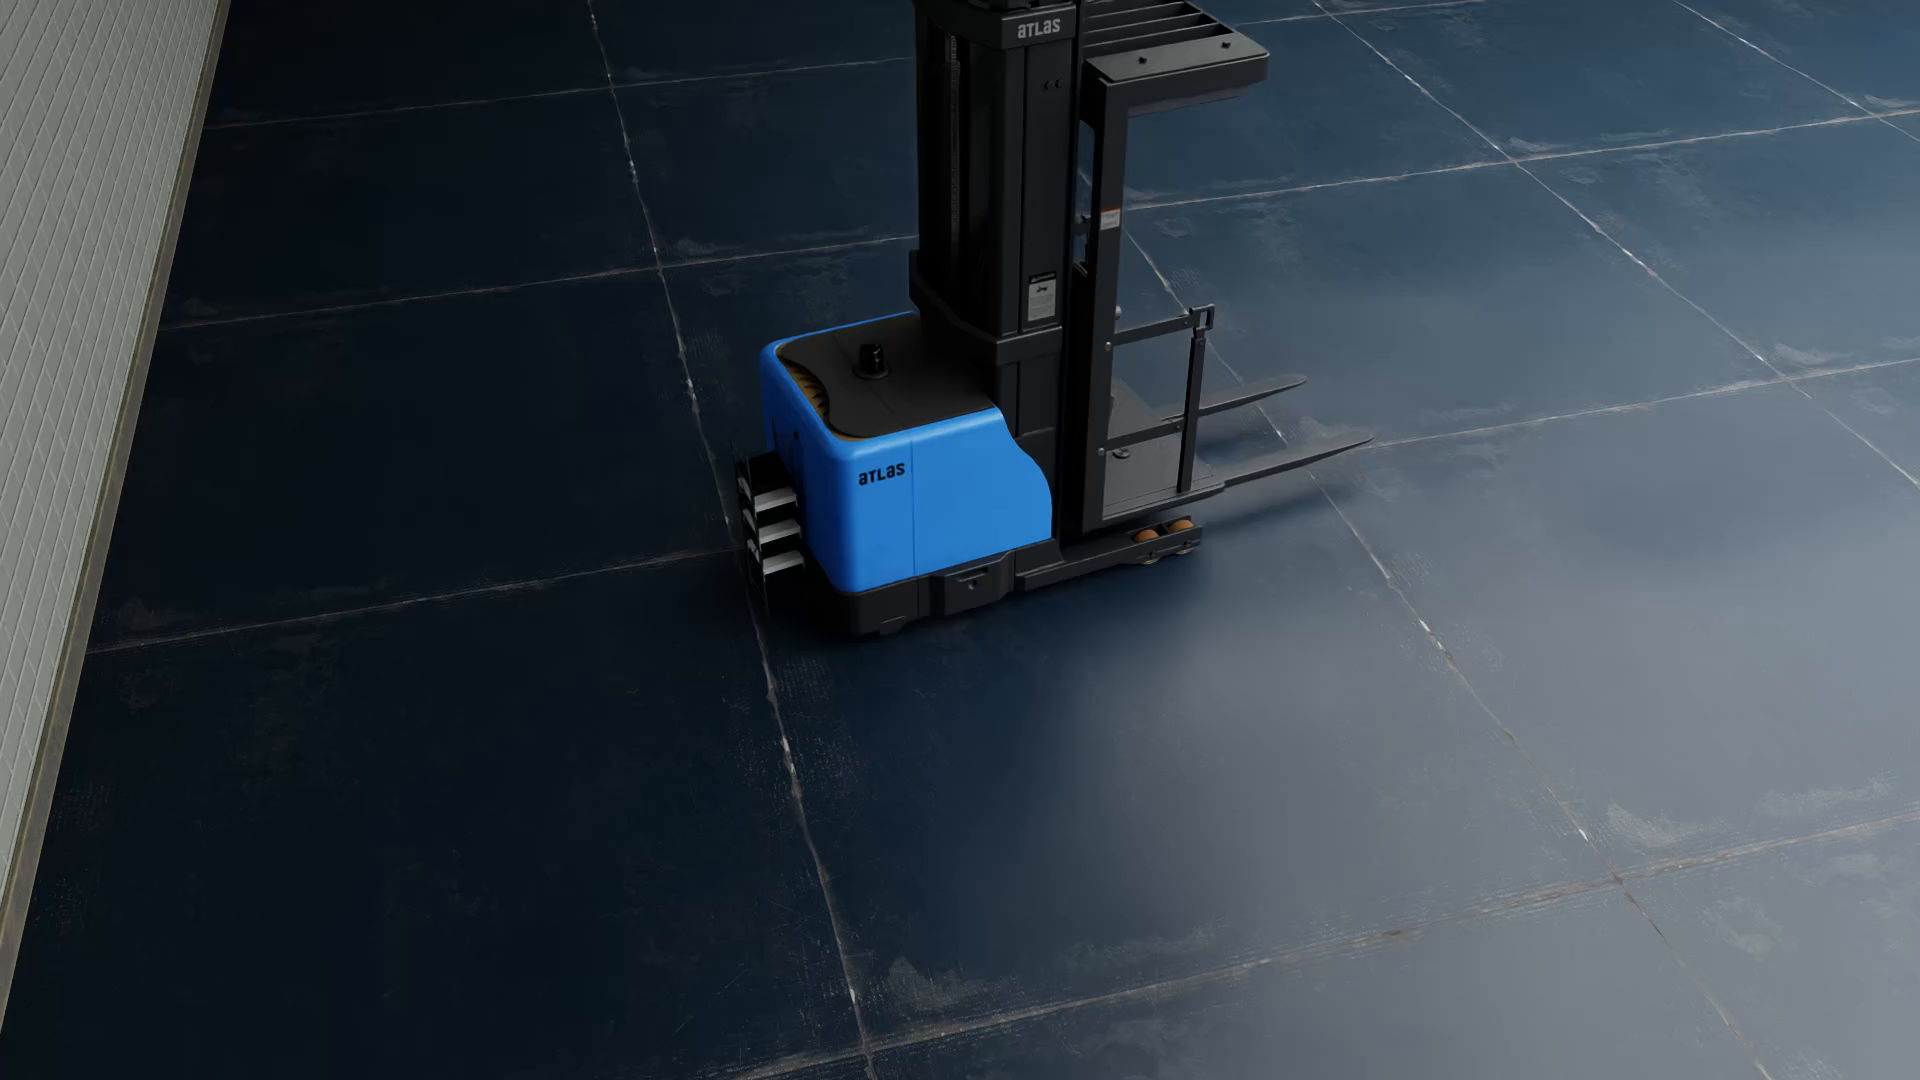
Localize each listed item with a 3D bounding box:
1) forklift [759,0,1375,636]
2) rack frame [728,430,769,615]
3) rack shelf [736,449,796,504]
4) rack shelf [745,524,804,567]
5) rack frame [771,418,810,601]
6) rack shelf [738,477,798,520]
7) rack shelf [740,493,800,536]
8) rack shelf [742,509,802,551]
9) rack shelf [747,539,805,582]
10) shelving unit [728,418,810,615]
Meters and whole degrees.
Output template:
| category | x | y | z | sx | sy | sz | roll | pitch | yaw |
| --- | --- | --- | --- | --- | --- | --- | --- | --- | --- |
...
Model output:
| category | x | y | z | sx | sy | sz | roll | pitch | yaw |
| --- | --- | --- | --- | --- | --- | --- | --- | --- | --- |
| forklift | 0.623 | -1.322 | 7.546 | 3.031 | 2.935 | 1.130 | -16 | 40 | -19 |
| rack frame | -0.960 | -0.071 | 7.581 | 0.006 | 0.900 | 0.240 | -18 | 41 | -19 |
| rack shelf | -0.876 | -0.286 | 7.467 | 0.200 | 0.077 | 0.258 | -18 | 41 | -19 |
| rack shelf | -0.864 | -0.004 | 7.690 | 0.200 | 0.077 | 0.258 | -18 | 41 | -19 |
| rack frame | -0.777 | -0.130 | 7.646 | 0.006 | 0.900 | 0.240 | -18 | 41 | -19 |
| rack shelf | -0.873 | -0.215 | 7.523 | 0.200 | 0.077 | 0.258 | -18 | 41 | -19 |
| rack shelf | -0.870 | -0.145 | 7.579 | 0.200 | 0.077 | 0.258 | -18 | 41 | -19 |
| rack shelf | -0.867 | -0.074 | 7.634 | 0.200 | 0.077 | 0.258 | -18 | 41 | -19 |
| rack shelf | -0.861 | 0.067 | 7.746 | 0.200 | 0.077 | 0.258 | -18 | 41 | -19 |
| shelving unit | -0.869 | -0.100 | 7.614 | 0.210 | 0.900 | 0.258 | -18 | 41 | -19 |
